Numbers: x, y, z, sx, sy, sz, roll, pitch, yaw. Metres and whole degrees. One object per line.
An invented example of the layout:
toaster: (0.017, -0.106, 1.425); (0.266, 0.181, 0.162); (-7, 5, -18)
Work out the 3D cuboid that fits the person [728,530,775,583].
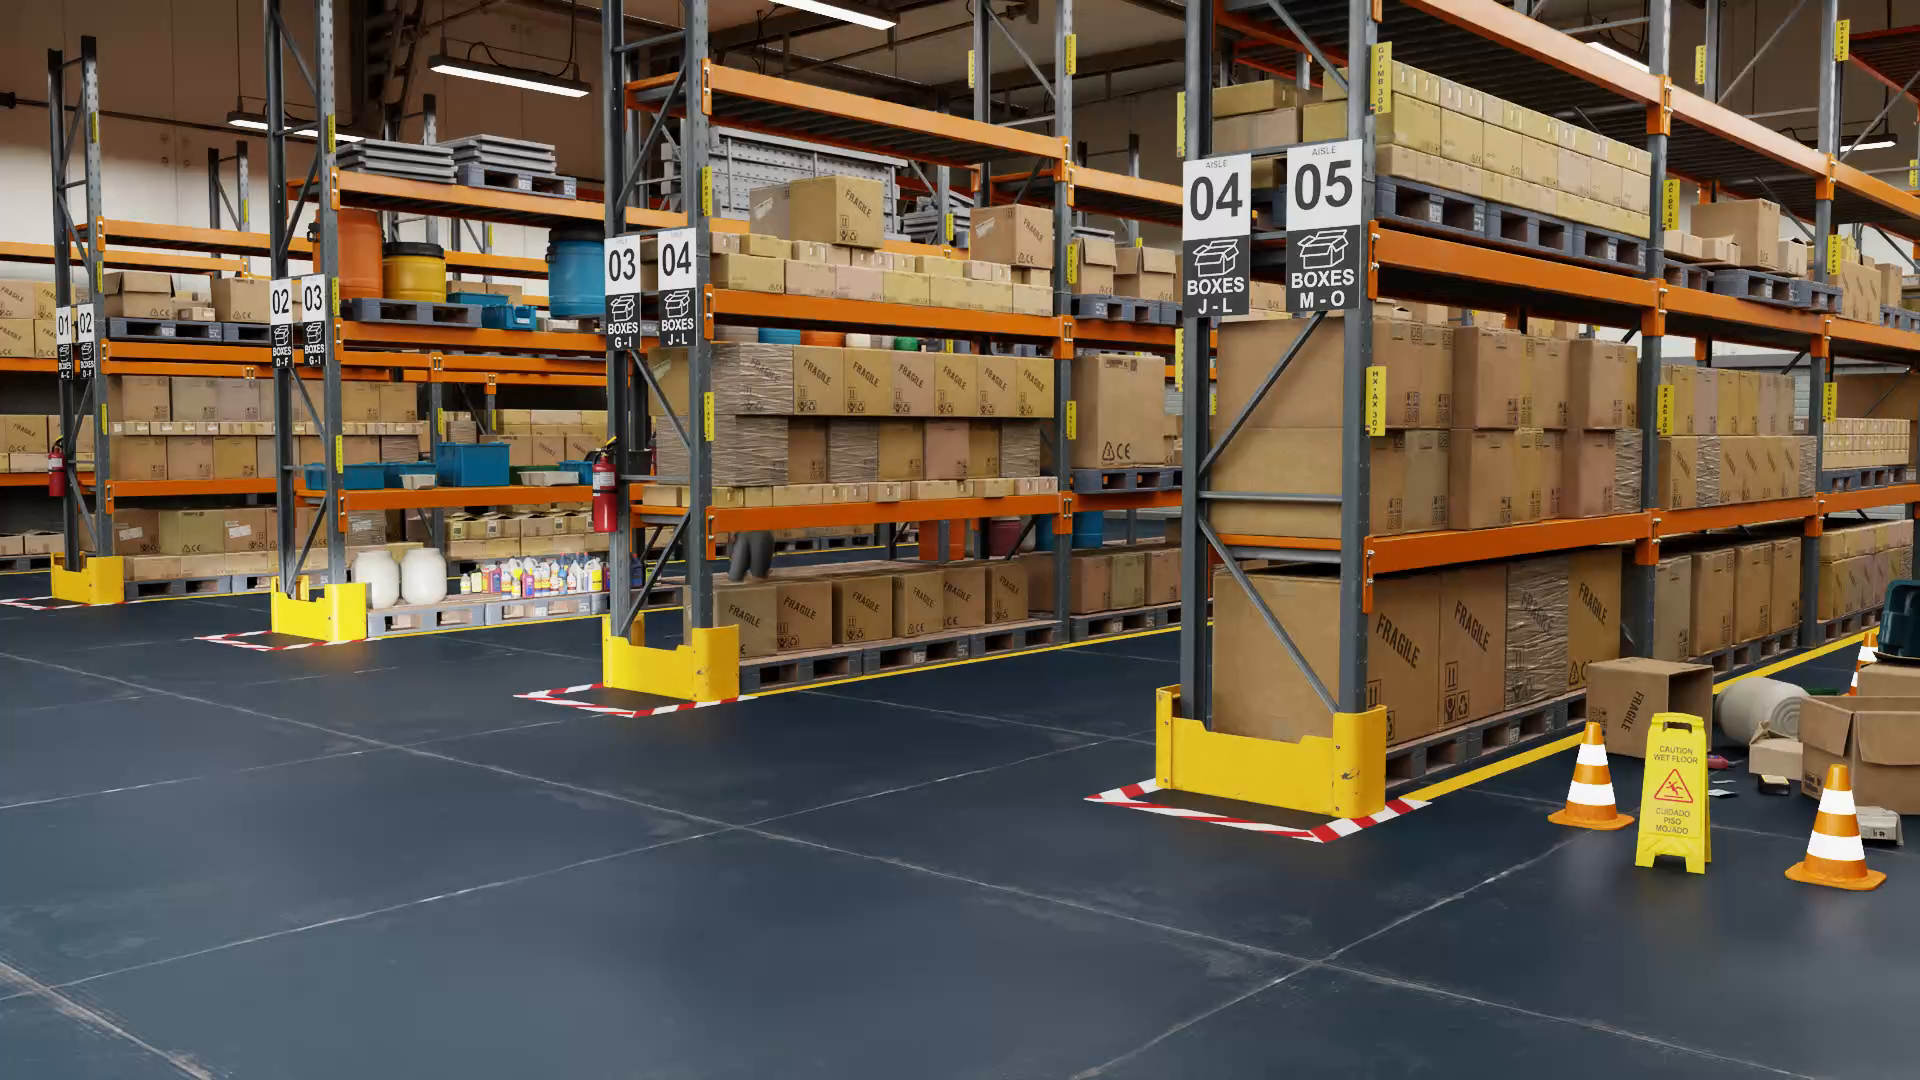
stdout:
person: (-1.860, 0.021, 15.493); (0.605, 1.653, 0.750); (3, 4, 34)
